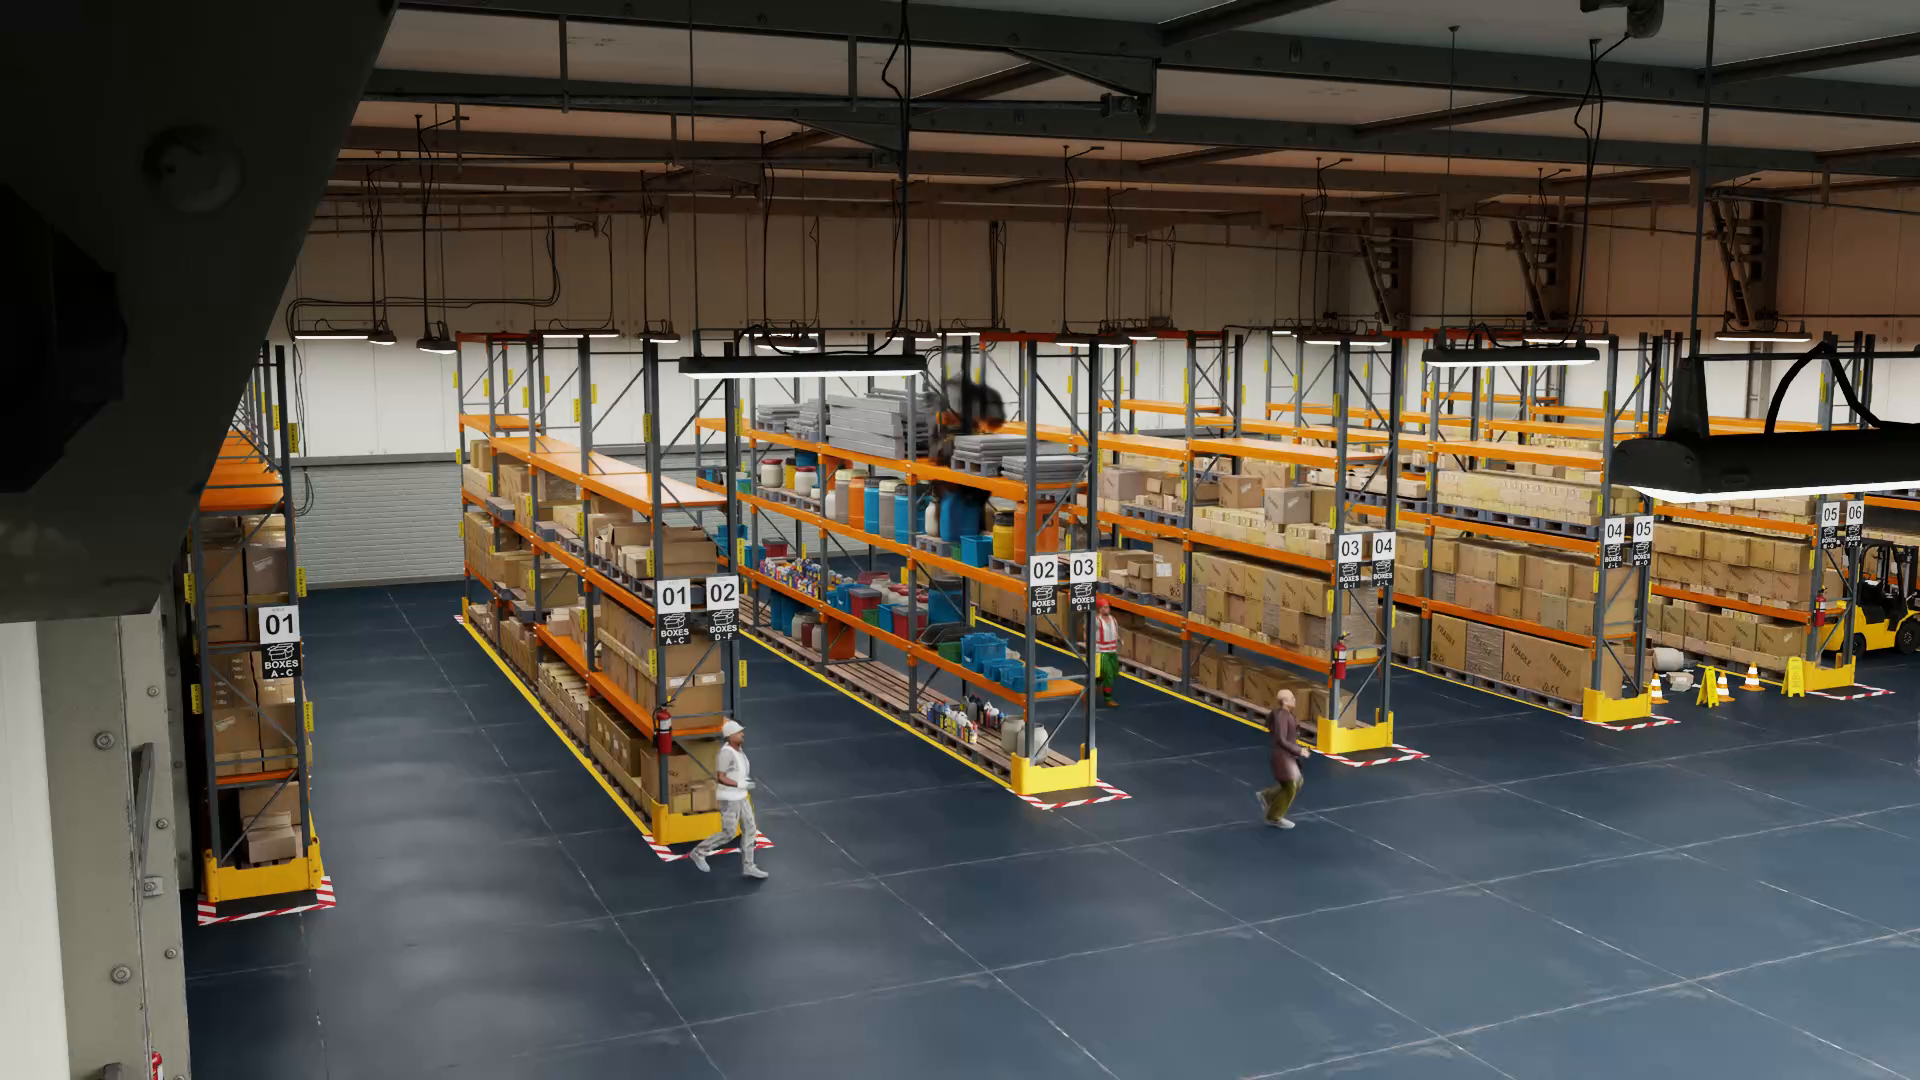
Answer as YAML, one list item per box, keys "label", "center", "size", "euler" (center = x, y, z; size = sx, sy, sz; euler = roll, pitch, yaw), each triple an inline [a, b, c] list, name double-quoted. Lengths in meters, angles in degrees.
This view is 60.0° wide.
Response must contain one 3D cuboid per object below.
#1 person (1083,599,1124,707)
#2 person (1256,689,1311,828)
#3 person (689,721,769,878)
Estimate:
- label: "person"
  center: [2.335, 1.821, 27.106]
  size: [0.661, 1.746, 0.767]
  euler: [-5, 9, -35]
- label: "person"
  center: [4.045, 2.702, 20.641]
  size: [0.593, 1.736, 0.748]
  euler: [1, 8, 9]
- label: "person"
  center: [-2.593, 2.925, 18.827]
  size: [0.908, 1.766, 0.698]
  euler: [1, 8, 9]
